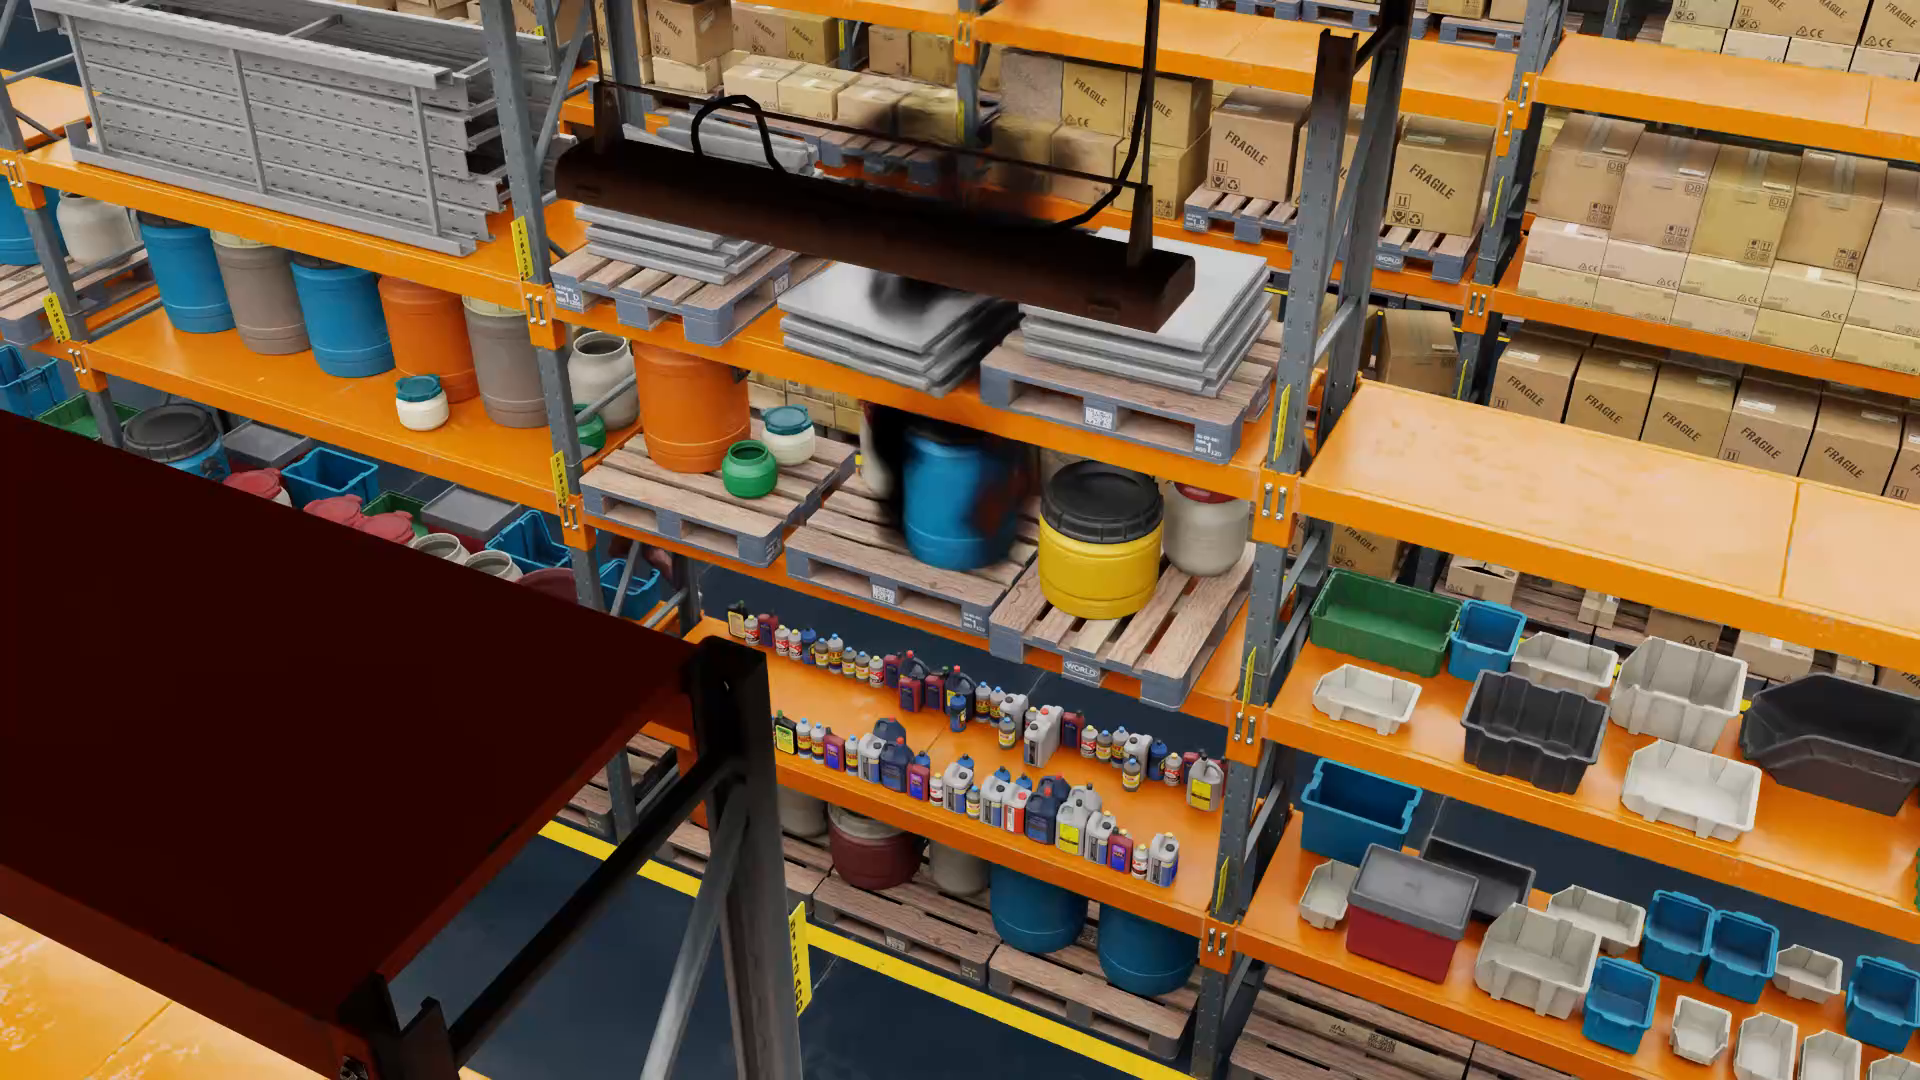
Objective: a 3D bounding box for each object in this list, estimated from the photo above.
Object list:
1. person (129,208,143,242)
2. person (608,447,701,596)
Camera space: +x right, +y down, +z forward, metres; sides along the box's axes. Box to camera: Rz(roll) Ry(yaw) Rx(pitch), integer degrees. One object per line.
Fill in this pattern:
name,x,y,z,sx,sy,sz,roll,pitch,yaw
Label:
person,-8.636,-3.650,17.660,0.875,1.683,0.622,-23,41,-29
person,-2.428,-0.176,12.615,0.952,1.609,0.588,19,39,25
